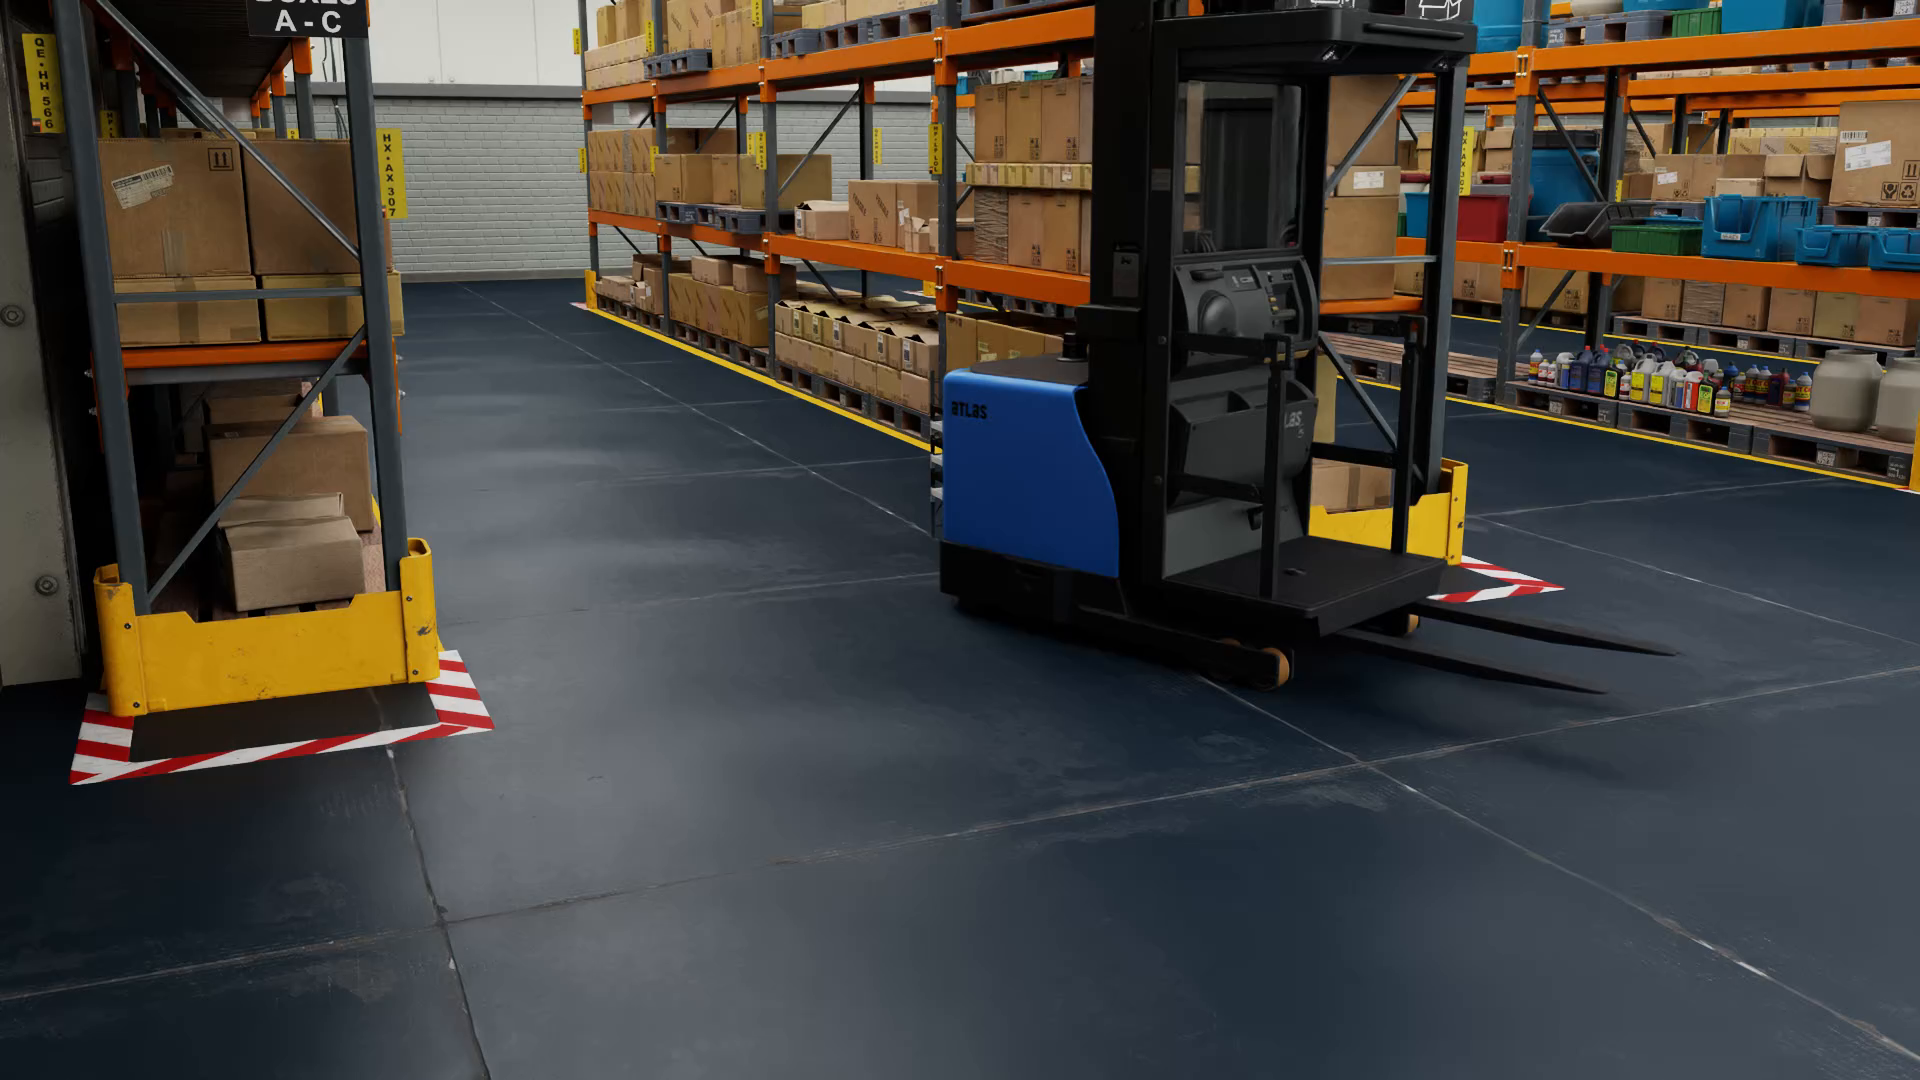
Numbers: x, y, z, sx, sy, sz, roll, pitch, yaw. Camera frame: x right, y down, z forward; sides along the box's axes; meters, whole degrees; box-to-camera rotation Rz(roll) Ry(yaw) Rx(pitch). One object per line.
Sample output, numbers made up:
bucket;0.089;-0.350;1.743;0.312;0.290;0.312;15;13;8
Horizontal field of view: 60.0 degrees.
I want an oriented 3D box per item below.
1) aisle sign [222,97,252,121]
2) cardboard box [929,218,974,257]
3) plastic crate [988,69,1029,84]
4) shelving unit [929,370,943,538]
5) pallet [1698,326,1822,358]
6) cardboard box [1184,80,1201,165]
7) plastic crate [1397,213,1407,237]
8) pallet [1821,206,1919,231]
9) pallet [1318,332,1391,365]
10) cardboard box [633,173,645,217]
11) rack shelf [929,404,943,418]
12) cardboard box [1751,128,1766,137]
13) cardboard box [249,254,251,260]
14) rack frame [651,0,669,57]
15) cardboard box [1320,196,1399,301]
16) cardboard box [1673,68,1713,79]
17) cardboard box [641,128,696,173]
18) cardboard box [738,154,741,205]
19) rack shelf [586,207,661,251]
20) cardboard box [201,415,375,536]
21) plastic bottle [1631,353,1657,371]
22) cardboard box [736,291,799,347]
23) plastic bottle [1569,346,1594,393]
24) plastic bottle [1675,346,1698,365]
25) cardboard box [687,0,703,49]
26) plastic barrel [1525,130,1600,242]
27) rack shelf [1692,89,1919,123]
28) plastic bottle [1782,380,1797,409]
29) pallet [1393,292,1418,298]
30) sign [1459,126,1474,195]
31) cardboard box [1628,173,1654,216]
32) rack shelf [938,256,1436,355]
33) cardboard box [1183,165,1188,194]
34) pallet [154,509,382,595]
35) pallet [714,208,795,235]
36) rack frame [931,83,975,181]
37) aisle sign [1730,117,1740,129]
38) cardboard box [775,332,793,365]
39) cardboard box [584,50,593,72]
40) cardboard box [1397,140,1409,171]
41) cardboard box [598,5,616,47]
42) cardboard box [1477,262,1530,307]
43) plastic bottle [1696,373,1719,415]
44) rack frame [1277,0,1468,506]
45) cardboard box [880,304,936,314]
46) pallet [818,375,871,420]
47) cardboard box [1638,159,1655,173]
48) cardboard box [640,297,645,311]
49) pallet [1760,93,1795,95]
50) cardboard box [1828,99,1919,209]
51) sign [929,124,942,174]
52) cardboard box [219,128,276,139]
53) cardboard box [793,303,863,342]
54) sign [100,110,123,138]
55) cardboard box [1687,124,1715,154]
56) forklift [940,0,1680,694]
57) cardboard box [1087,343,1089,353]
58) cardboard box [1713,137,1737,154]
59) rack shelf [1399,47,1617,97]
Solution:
aisle sign;-8.767;-5.497;20.203;0.394;0.787;0.004;-6;14;-23
cardboard box;0.094;-2.182;11.979;0.500;0.250;0.500;-5;14;-19
plastic crate;0.670;-6.001;21.757;0.437;0.282;0.530;-6;14;-23
shelving unit;-0.003;-0.440;8.776;0.258;0.900;0.210;-6;14;-23
pallet;8.604;-2.106;17.502;1.003;0.211;1.213;-6;14;-23
cardboard box;1.522;-2.229;8.747;0.700;0.500;0.500;-6;14;-24
plastic crate;3.915;-2.835;14.937;0.450;0.188;0.662;-6;14;-23
pallet;9.237;-3.129;16.163;1.003;0.211;1.213;-6;14;-23
pallet;3.544;-1.908;16.647;1.003;0.211;1.213;-6;14;-23
cardboard box;-3.516;-4.045;19.475;0.500;0.500;0.500;-5;14;-21
rack shelf;-0.003;-0.671;8.722;0.258;0.077;0.200;-6;14;-23
cardboard box;13.863;-7.015;28.649;0.380;0.149;0.250;-6;14;-25
cardboard box;-2.928;-1.161;7.521;0.500;0.250;0.500;-6;14;-24
rack frame;-2.873;-6.733;18.004;1.000;3.000;0.127;-6;14;-23
cardboard box;1.759;-1.477;8.379;0.700;0.500;0.500;-6;14;-23
cardboard box;7.968;-5.040;17.674;0.500;0.250;0.500;-5;14;-22
cardboard box;-3.313;-4.427;18.907;0.500;0.500;0.500;-6;14;-23
cardboard box;-1.818;-3.563;16.460;0.700;0.500;0.500;-3;13;-12
rack shelf;-3.674;-3.873;20.547;1.077;0.370;4.000;-6;14;-23
cardboard box;-3.275;-0.304;8.100;0.700;0.500;0.500;-7;15;-27
plastic bottle;5.345;-1.326;13.013;0.152;0.276;0.135;-6;14;-23
cardboard box;-1.861;-2.152;16.086;0.500;0.500;0.500;-5;14;-21
plastic bottle;4.815;-1.324;12.836;0.144;0.351;0.185;-5;14;-21
plastic bottle;5.600;-1.315;12.796;0.144;0.351;0.185;-6;14;-23
cardboard box;-2.450;-5.327;17.206;0.600;0.600;0.600;-6;14;-24
plastic barrel;4.994;-2.956;13.876;0.600;0.901;0.708;-6;14;-23
rack shelf;11.592;-5.829;22.346;1.077;0.370;4.000;-6;14;-23
plastic bottle;5.992;-1.053;11.997;0.097;0.201;0.097;0;13;0
pallet;5.972;-3.510;23.567;1.003;0.211;1.213;-6;14;-23
sign;2.445;-1.840;8.073;0.100;0.325;0.005;-6;14;-23
cardboard box;7.862;-4.052;19.501;0.500;0.500;0.500;-5;14;-21
rack shelf;1.133;-1.394;9.835;1.077;0.370;4.000;-6;14;-23
cardboard box;1.299;-1.916;8.838;0.380;0.149;0.250;-5;14;-22
pallet;-3.412;0.037;8.241;1.003;0.211;1.213;-6;14;-23
pallet;-1.607;-3.024;15.709;1.213;0.211;1.003;-6;14;-23
rack frame;0.065;-5.083;24.181;1.000;3.000;0.127;-6;14;-23
aisle sign;13.938;-7.735;29.874;0.394;0.787;0.004;-6;14;-23
cardboard box;-1.330;-1.714;14.791;0.500;0.250;0.500;-6;14;-23
cardboard box;-4.508;-6.139;21.313;0.500;0.250;0.500;-6;14;-23
cardboard box;5.776;-5.212;22.748;0.500;0.500;0.500;-5;14;-21
cardboard box;-4.132;-6.418;20.858;0.700;0.500;0.500;-6;14;-23
cardboard box;7.200;-3.377;20.588;1.225;0.875;0.875;-6;14;-23
plastic bottle;5.273;-1.031;11.721;0.061;0.283;0.133;-5;14;-22
rack frame;1.934;-1.331;7.969;1.000;3.000;0.127;-6;14;-23
cardboard box;-0.422;-1.825;14.025;0.500;0.311;0.500;-6;14;-23
pallet;-0.492;-1.200;13.587;1.003;0.211;1.213;-6;14;-23
cardboard box;10.338;-5.399;24.665;0.500;0.500;0.500;-6;14;-23
cardboard box;-3.566;-2.800;19.662;0.380;0.149;0.250;-6;14;-23
pallet;11.358;-6.150;22.554;1.213;0.211;1.003;-6;14;-23
cardboard box;9.220;-3.725;16.051;1.000;1.000;1.000;-6;14;-23
sign;-0.162;-2.632;11.197;0.100;0.325;0.005;-6;14;-23
cardboard box;-5.765;-3.227;13.573;0.500;0.250;0.500;-5;14;-22
cardboard box;-1.112;-1.880;14.262;0.500;0.311;0.500;-6;14;-24
sign;-4.713;-2.222;9.252;0.100;0.325;0.005;-6;14;-23
cardboard box;10.833;-5.927;24.729;0.500;0.500;0.500;-5;14;-22
forklift;1.322;-0.982;6.612;3.031;2.935;1.130;12;18;42
cardboard box;1.032;-0.851;9.396;0.500;0.500;0.500;-6;14;-23
cardboard box;13.614;-6.837;29.318;0.500;0.500;0.500;-6;14;-24
rack shelf;4.070;-4.128;14.997;1.077;0.370;4.000;-6;14;-23
